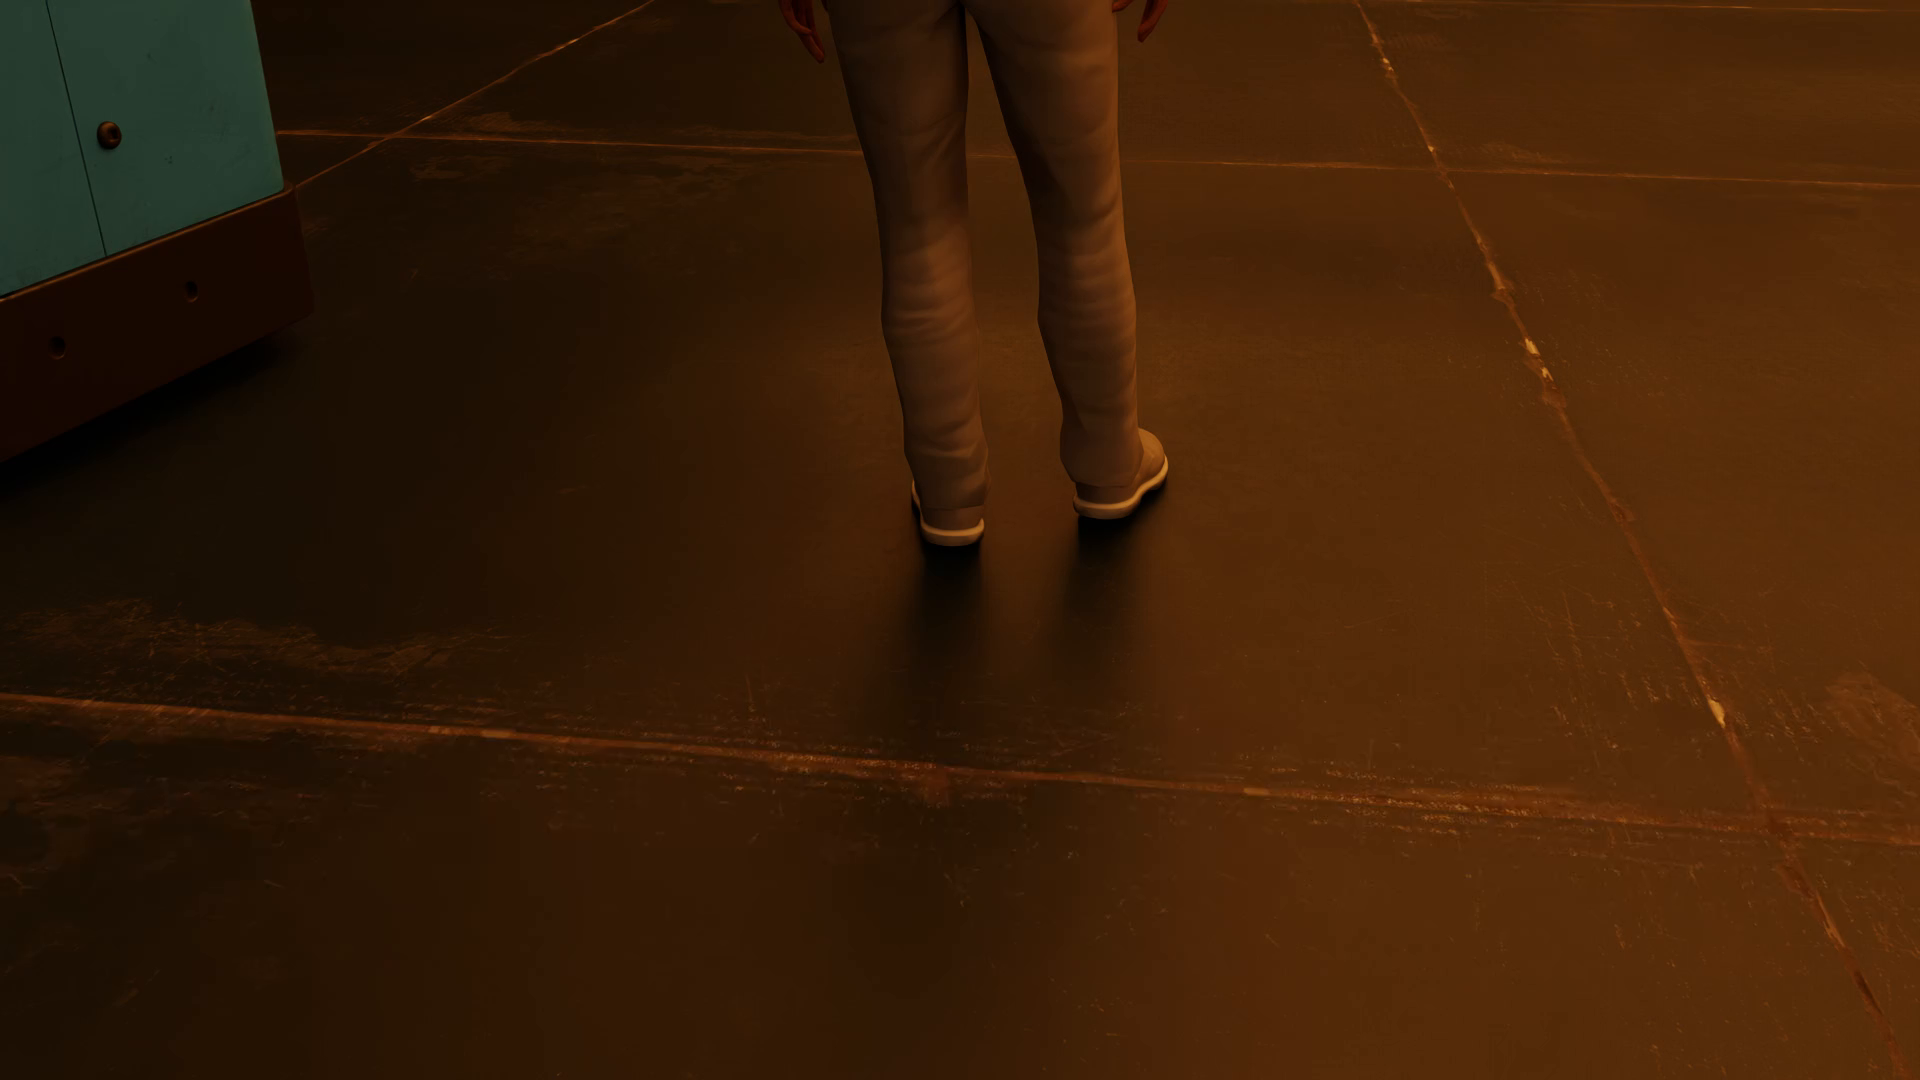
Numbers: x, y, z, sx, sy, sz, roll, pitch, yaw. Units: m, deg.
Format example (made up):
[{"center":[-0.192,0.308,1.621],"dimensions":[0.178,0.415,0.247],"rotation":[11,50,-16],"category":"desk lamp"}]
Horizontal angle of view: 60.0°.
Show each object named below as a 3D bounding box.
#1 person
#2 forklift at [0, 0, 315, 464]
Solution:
[{"center":[0.030,-0.797,2.183],"dimensions":[0.569,1.695,0.528],"rotation":[3,27,7],"category":"person"},{"center":[-2.828,-1.705,2.635],"dimensions":[3.031,2.935,1.130],"rotation":[8,28,16],"category":"forklift"}]
